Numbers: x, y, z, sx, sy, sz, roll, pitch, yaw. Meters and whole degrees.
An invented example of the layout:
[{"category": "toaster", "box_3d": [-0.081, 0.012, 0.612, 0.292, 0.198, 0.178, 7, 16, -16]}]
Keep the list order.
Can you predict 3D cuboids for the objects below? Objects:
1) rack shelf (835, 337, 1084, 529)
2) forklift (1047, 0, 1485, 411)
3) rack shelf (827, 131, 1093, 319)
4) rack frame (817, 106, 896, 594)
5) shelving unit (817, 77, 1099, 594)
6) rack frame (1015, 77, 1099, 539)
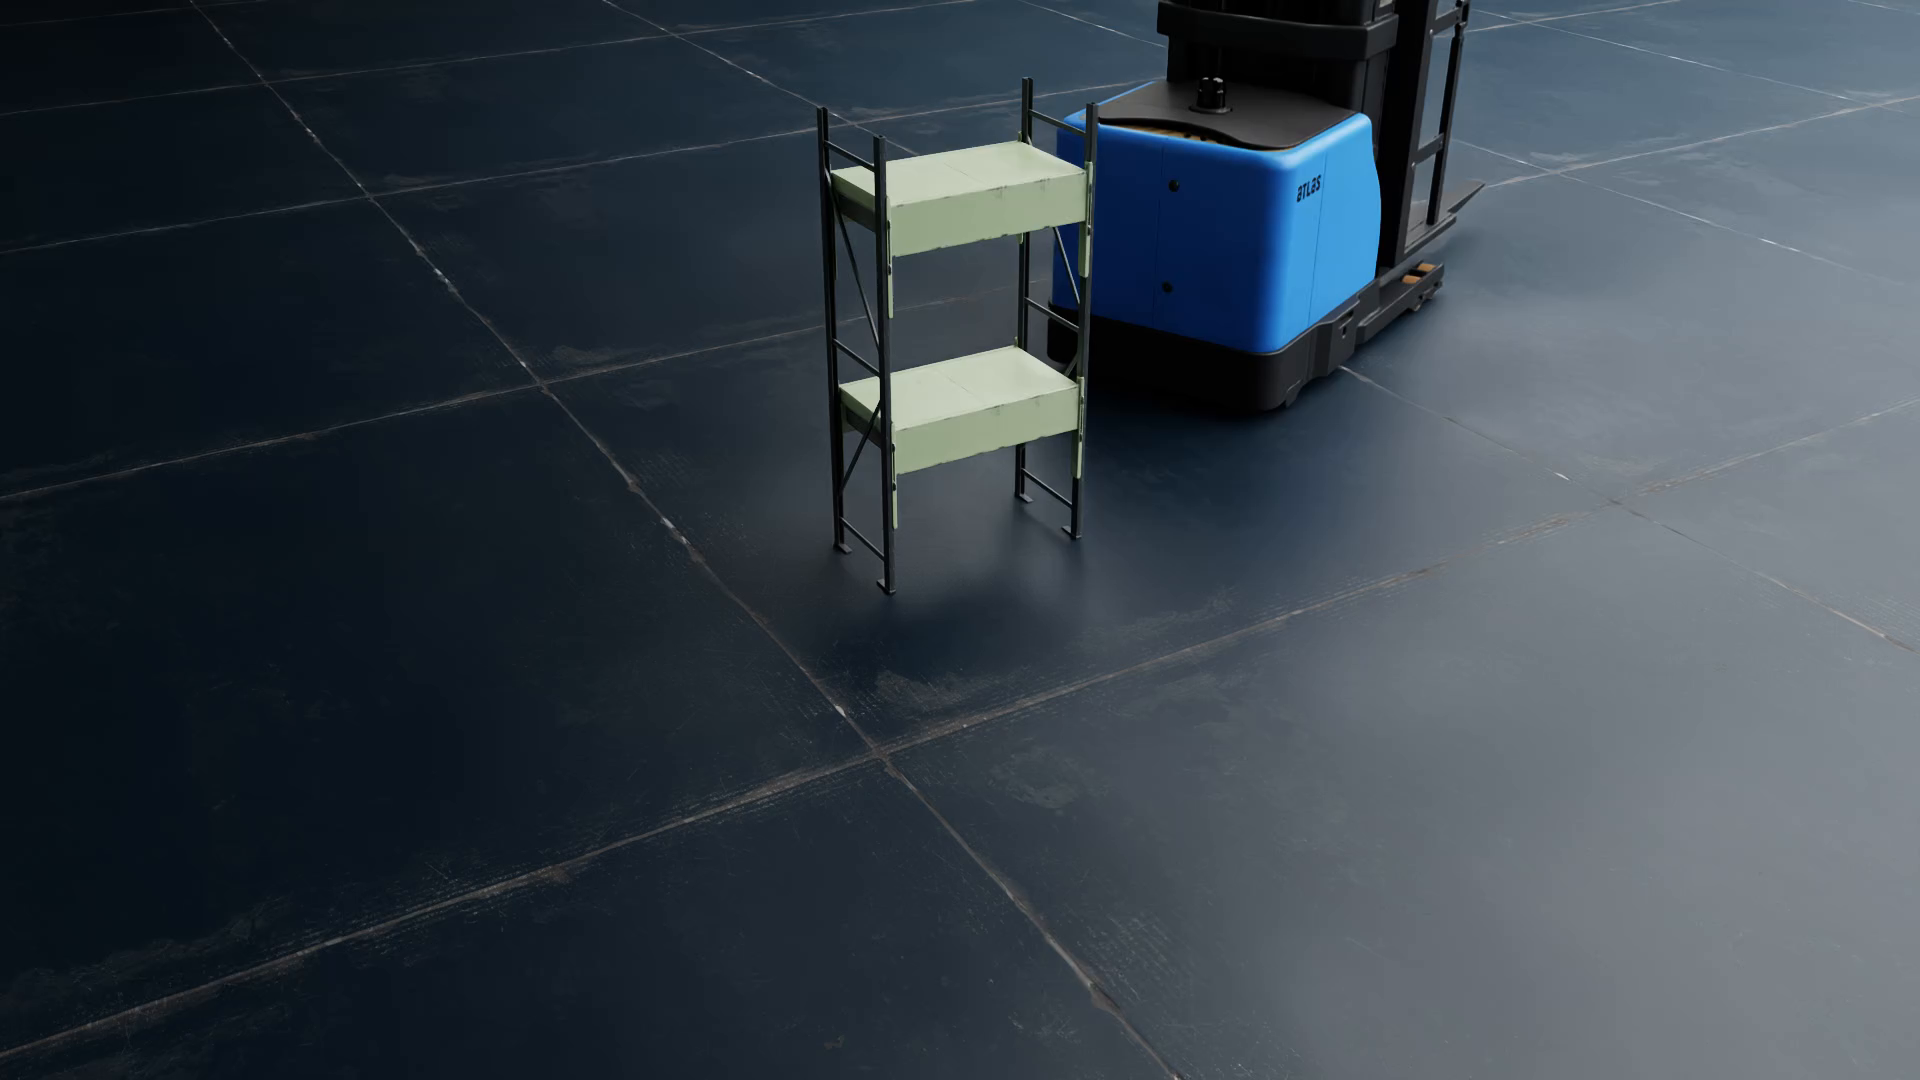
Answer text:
[{"category": "rack shelf", "box_3d": [-0.006, -0.370, 5.542, 0.720, 0.370, 0.431, -16, 33, -26]}, {"category": "forklift", "box_3d": [1.612, -2.451, 7.158, 1.130, 2.935, 3.031, 18, 34, 30]}, {"category": "rack shelf", "box_3d": [-0.006, -0.997, 5.196, 0.720, 0.370, 0.431, -16, 33, -26]}, {"category": "rack frame", "box_3d": [-0.321, -0.565, 5.222, 0.023, 1.500, 0.400, -16, 33, -26]}, {"category": "shelving unit", "box_3d": [-0.006, -0.655, 5.385, 0.755, 1.500, 0.431, -16, 33, -26]}, {"category": "rack frame", "box_3d": [0.310, -0.745, 5.547, 0.023, 1.500, 0.400, -16, 33, -26]}]
